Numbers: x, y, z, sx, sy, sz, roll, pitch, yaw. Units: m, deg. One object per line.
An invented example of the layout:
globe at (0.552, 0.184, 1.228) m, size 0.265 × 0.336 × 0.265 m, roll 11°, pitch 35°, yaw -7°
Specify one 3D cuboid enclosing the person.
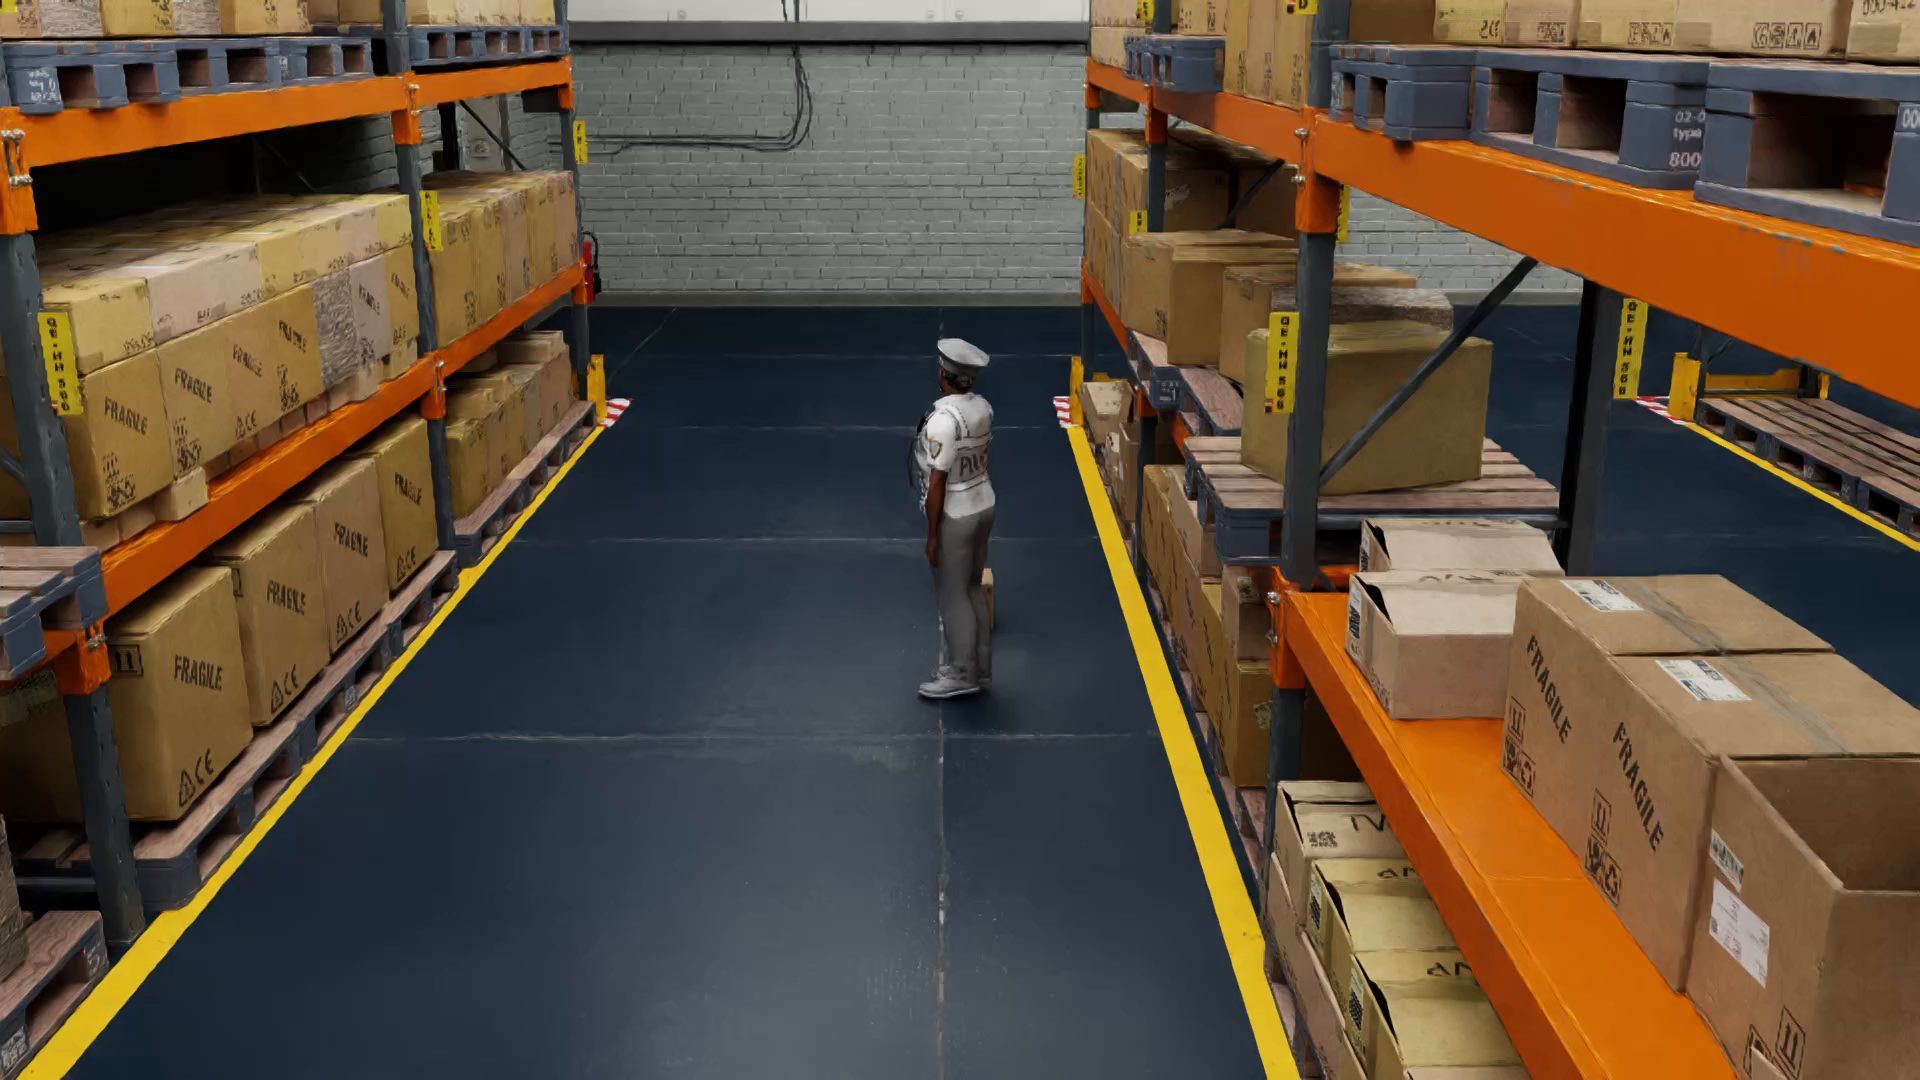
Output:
person at (-0.026, -0.098, 7.779) m, size 0.350 × 1.681 × 0.501 m, roll 9°, pitch 19°, yaw 27°
